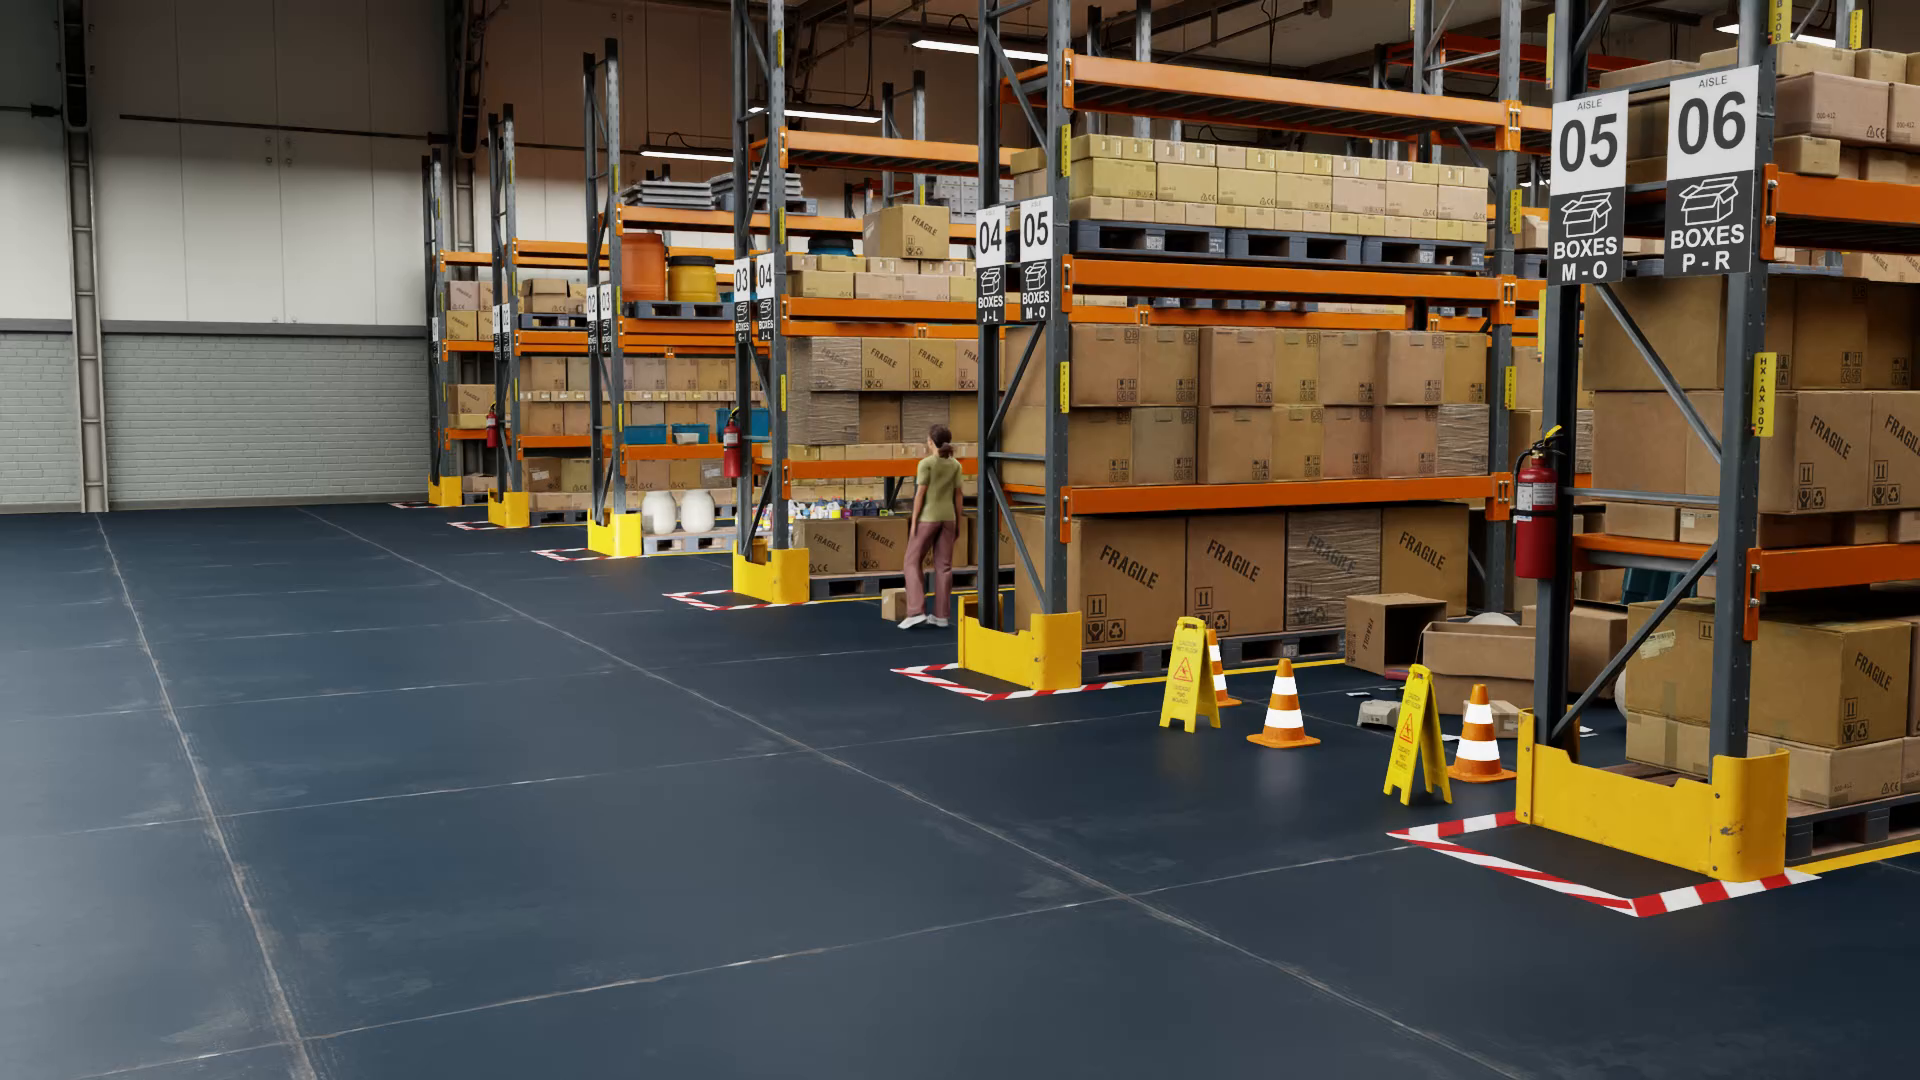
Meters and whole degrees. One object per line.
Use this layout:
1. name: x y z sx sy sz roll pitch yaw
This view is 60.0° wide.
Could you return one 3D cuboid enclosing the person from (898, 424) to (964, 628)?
1. person: -0.221 -0.099 13.713 0.501 1.717 0.401 -3 6 -30
